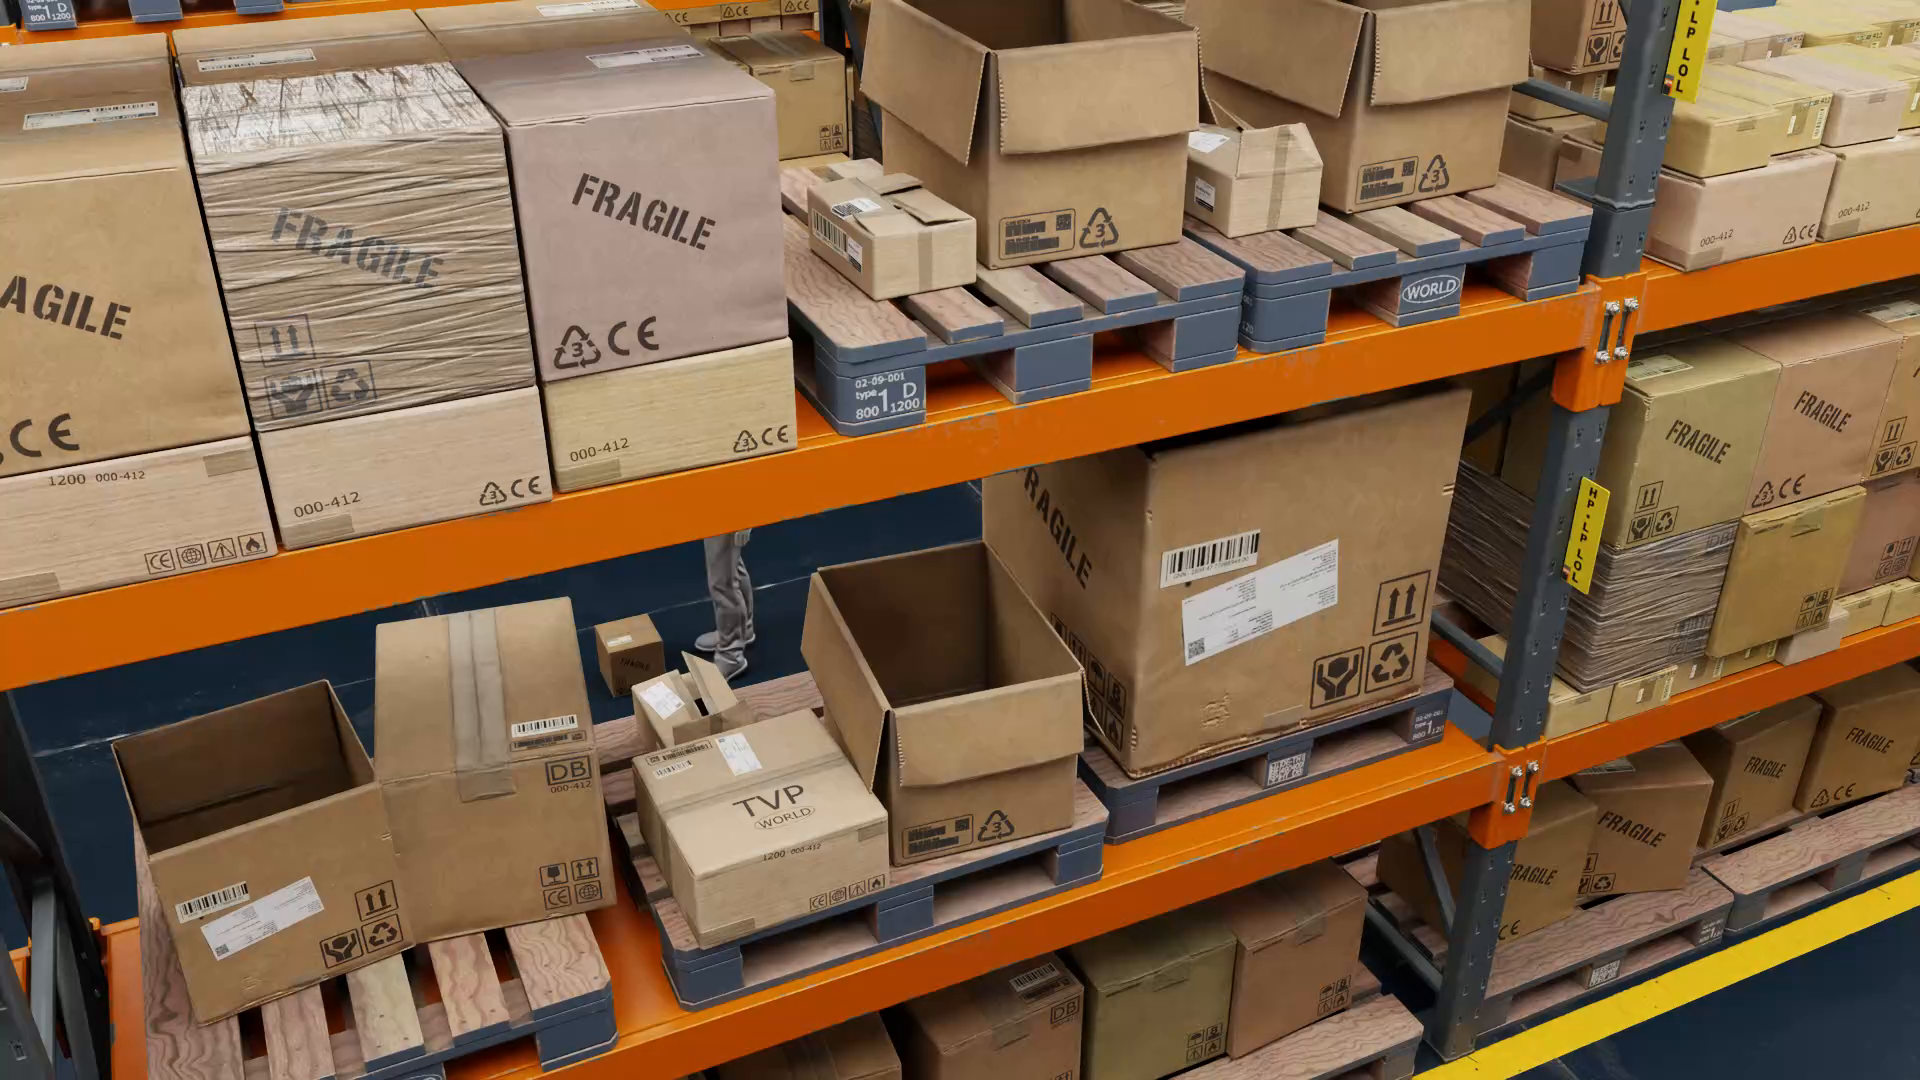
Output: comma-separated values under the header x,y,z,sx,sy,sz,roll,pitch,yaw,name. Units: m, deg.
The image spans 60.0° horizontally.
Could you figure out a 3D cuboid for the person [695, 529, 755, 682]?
x,y,z,sx,sy,sz,roll,pitch,yaw,name
-1.127,-0.169,7.443,0.418,1.709,0.530,-13,32,-22,person
